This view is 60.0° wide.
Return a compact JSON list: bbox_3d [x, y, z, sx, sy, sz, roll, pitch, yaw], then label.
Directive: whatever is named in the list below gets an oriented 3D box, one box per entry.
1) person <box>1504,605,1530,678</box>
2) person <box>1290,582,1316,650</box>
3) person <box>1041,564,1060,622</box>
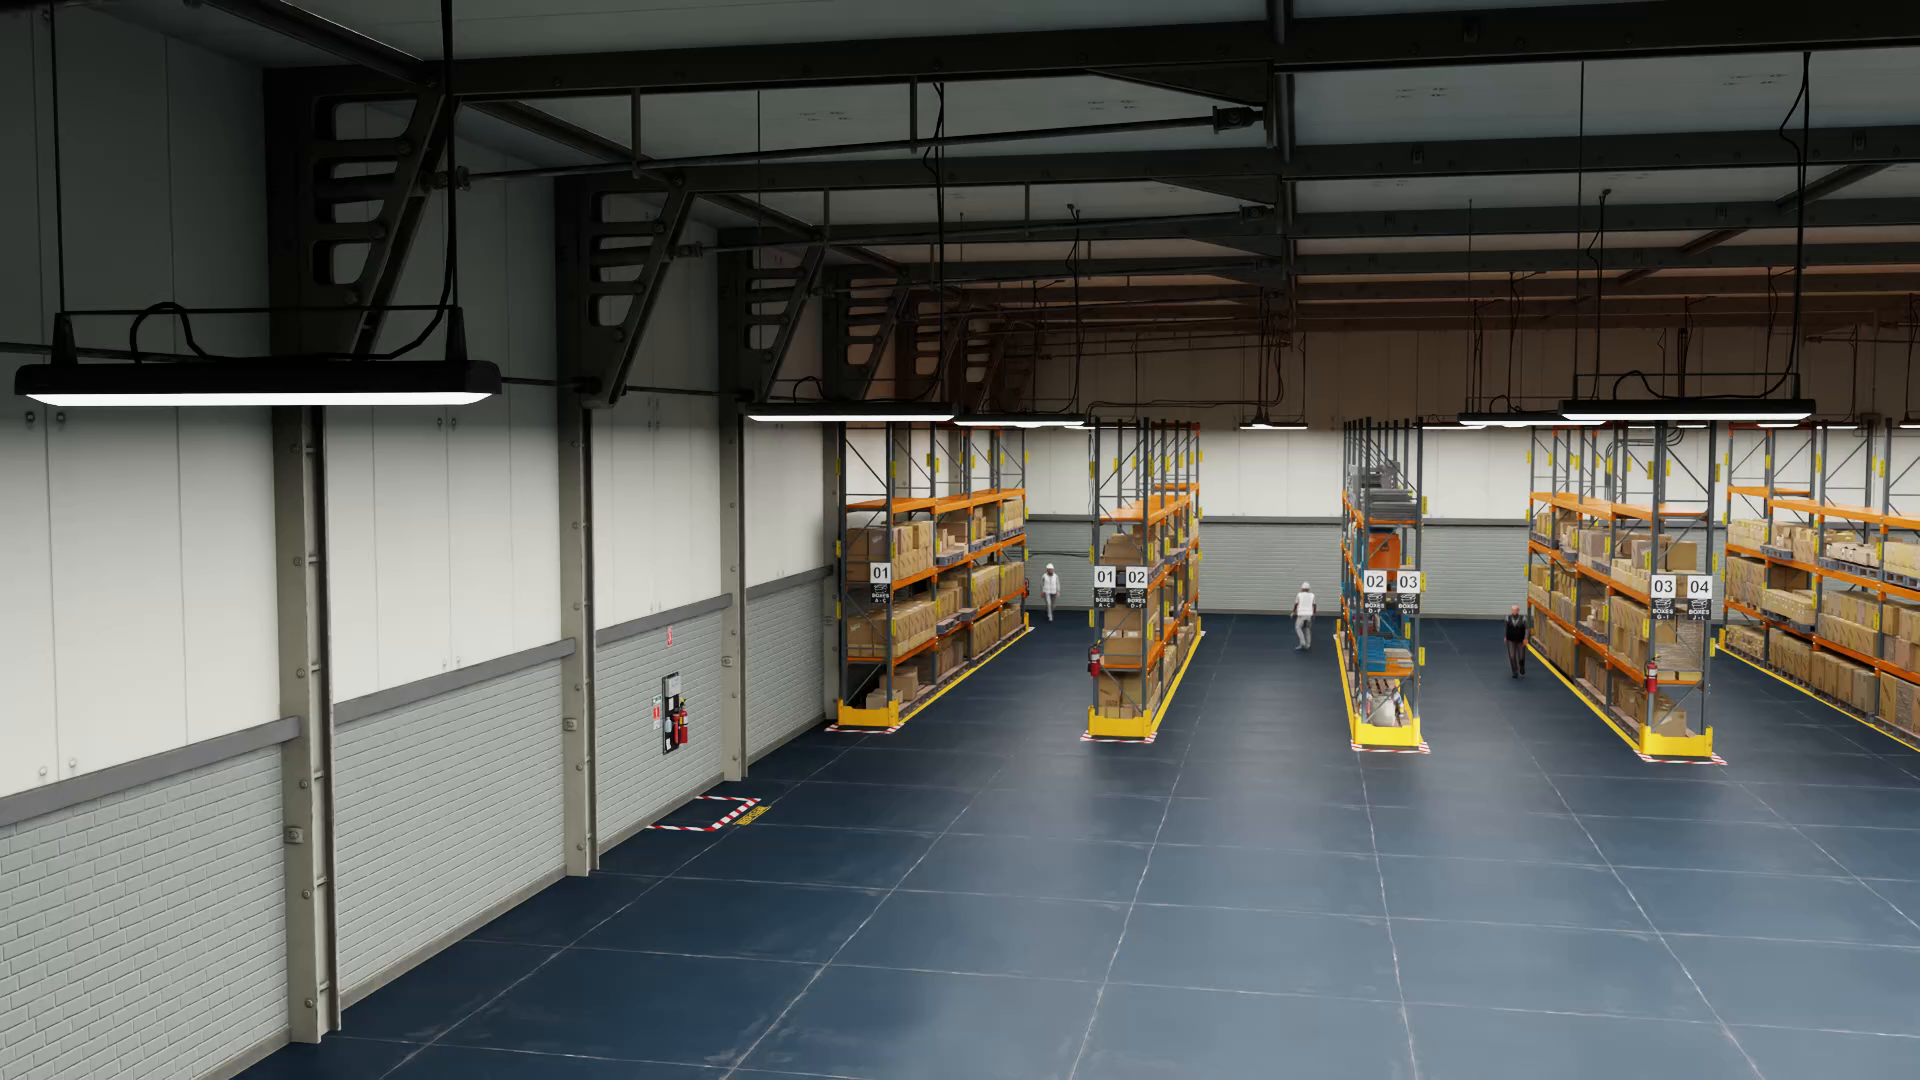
[{"bbox_3d":[13.021,2.358,38.879,0.600,1.702,0.581,2,4,25],"label":"person"},{"bbox_3d":[9.103,2.010,43.839,0.643,1.761,0.654,-1,4,-13],"label":"person"},{"bbox_3d":[2.734,1.582,50.391,0.545,1.720,1.096,-1,4,-13],"label":"person"}]
